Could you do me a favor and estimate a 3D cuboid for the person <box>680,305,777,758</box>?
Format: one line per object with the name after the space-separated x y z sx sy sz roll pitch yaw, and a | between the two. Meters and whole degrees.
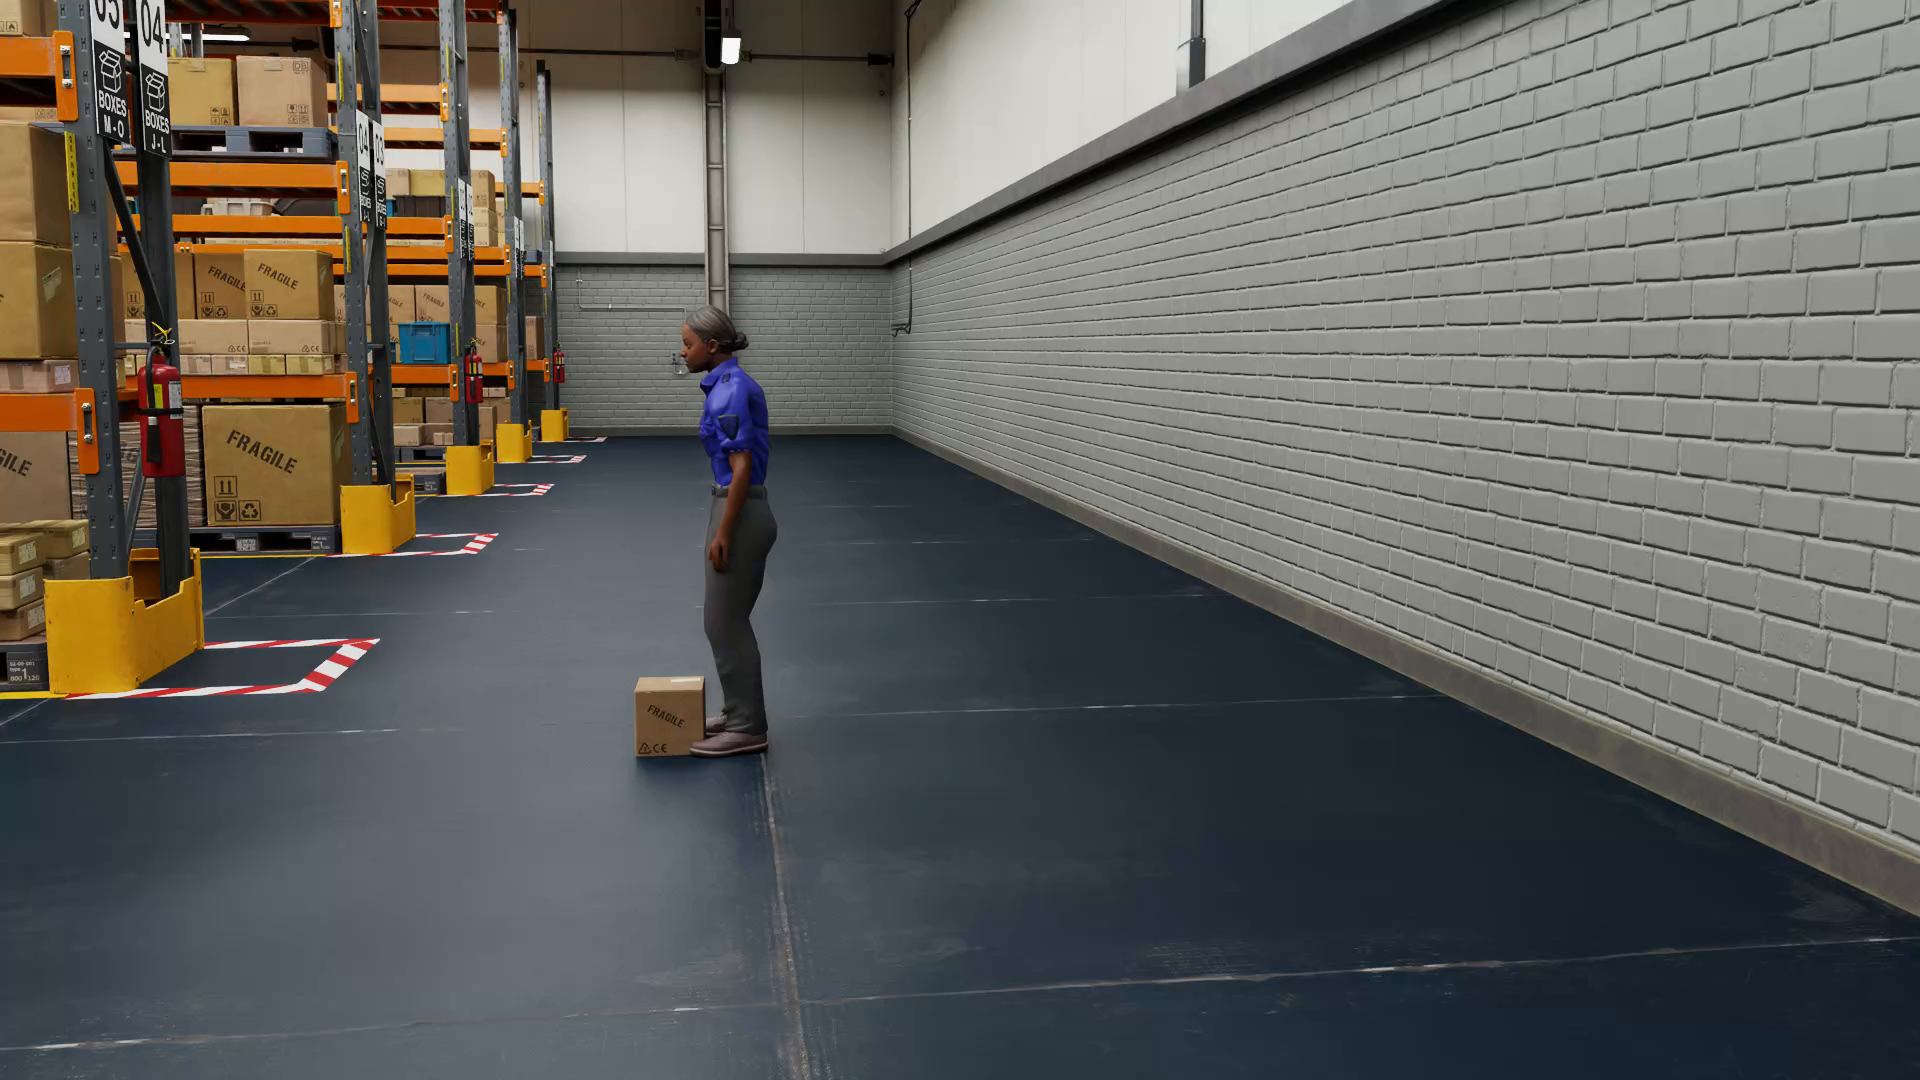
-0.860 -0.042 6.221 0.347 1.655 0.507 -1 7 -9 | person
